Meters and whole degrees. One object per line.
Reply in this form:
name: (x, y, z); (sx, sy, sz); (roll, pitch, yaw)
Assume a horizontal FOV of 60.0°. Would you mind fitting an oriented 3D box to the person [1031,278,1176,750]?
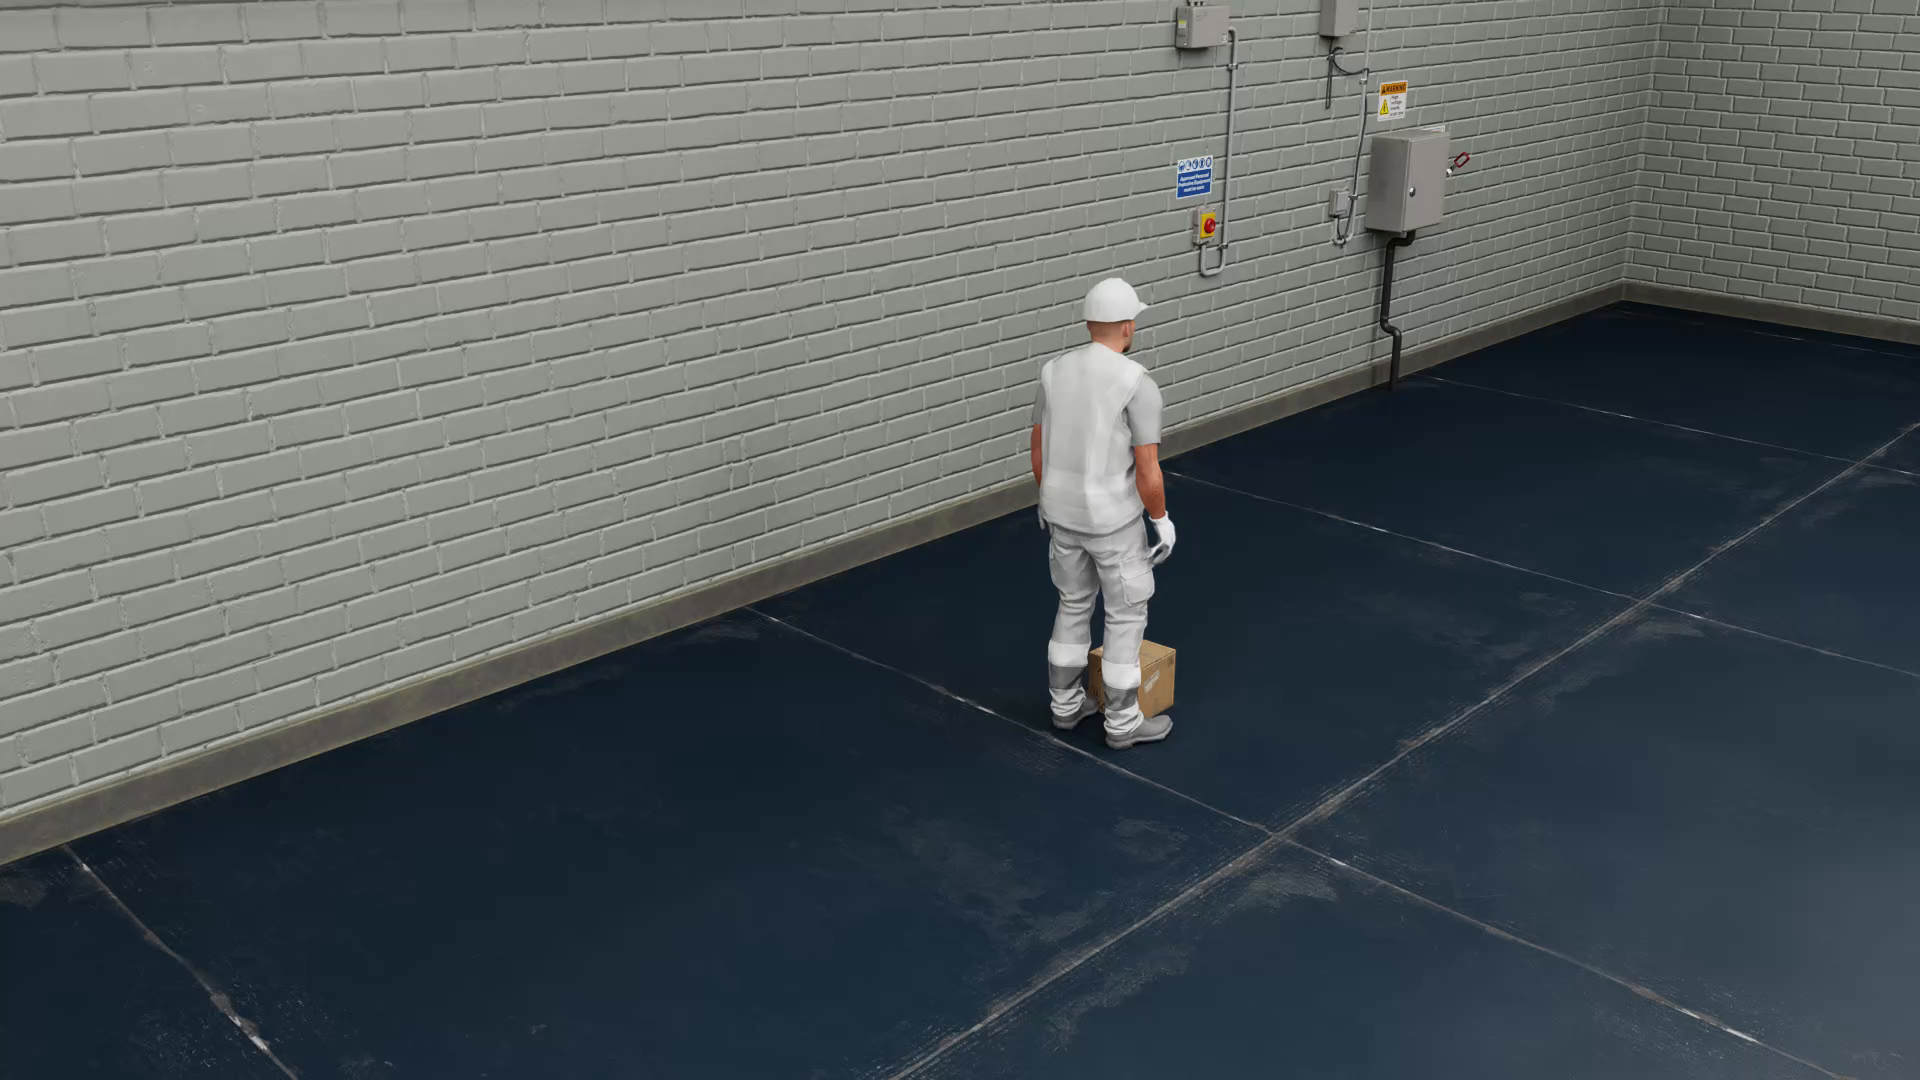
person: (0.534, -0.098, 6.317); (0.622, 1.781, 0.445); (17, 26, 39)
